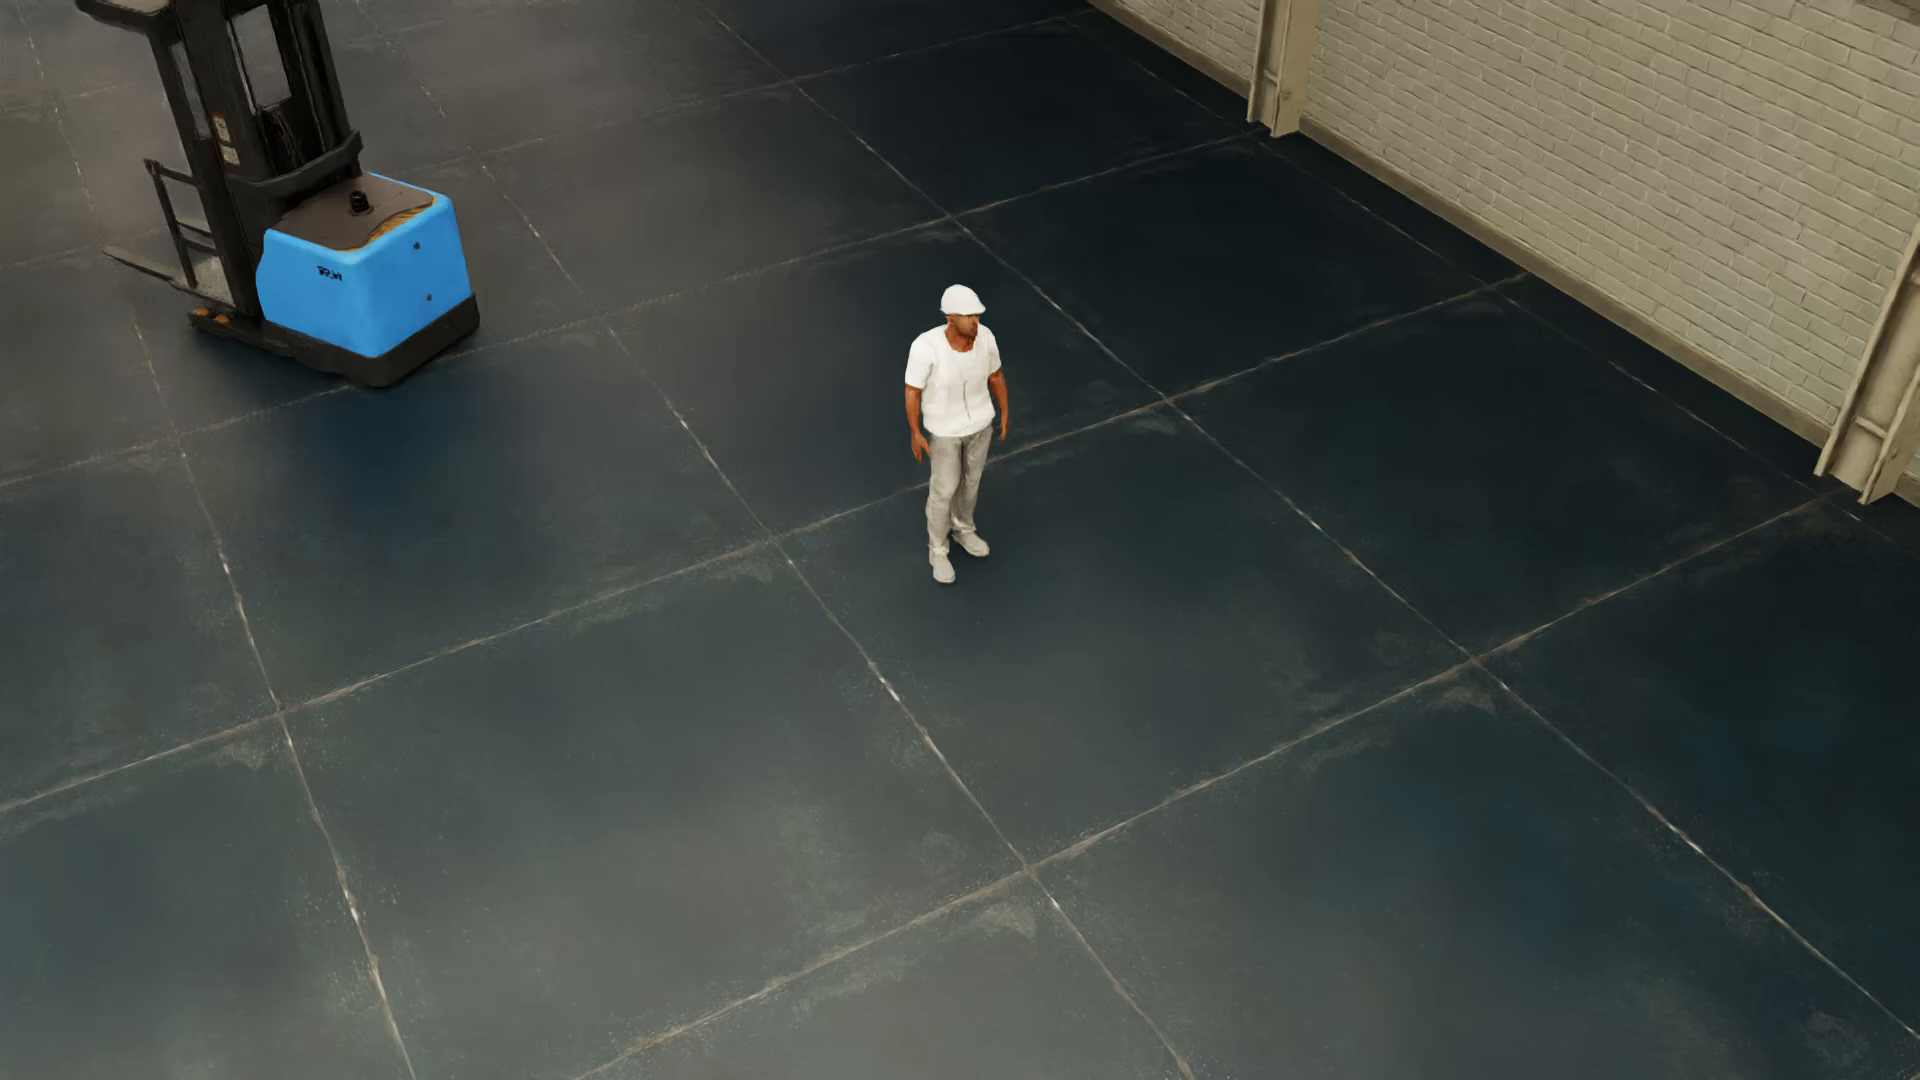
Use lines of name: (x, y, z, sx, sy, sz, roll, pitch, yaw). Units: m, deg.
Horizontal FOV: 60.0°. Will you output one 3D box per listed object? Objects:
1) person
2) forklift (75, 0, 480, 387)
person: (0.030, -0.645, 9.715, 0.665, 1.766, 0.576, -20, 44, -23)
forklift: (-5.043, -2.872, 11.499, 3.031, 2.935, 1.130, 20, 44, 22)
